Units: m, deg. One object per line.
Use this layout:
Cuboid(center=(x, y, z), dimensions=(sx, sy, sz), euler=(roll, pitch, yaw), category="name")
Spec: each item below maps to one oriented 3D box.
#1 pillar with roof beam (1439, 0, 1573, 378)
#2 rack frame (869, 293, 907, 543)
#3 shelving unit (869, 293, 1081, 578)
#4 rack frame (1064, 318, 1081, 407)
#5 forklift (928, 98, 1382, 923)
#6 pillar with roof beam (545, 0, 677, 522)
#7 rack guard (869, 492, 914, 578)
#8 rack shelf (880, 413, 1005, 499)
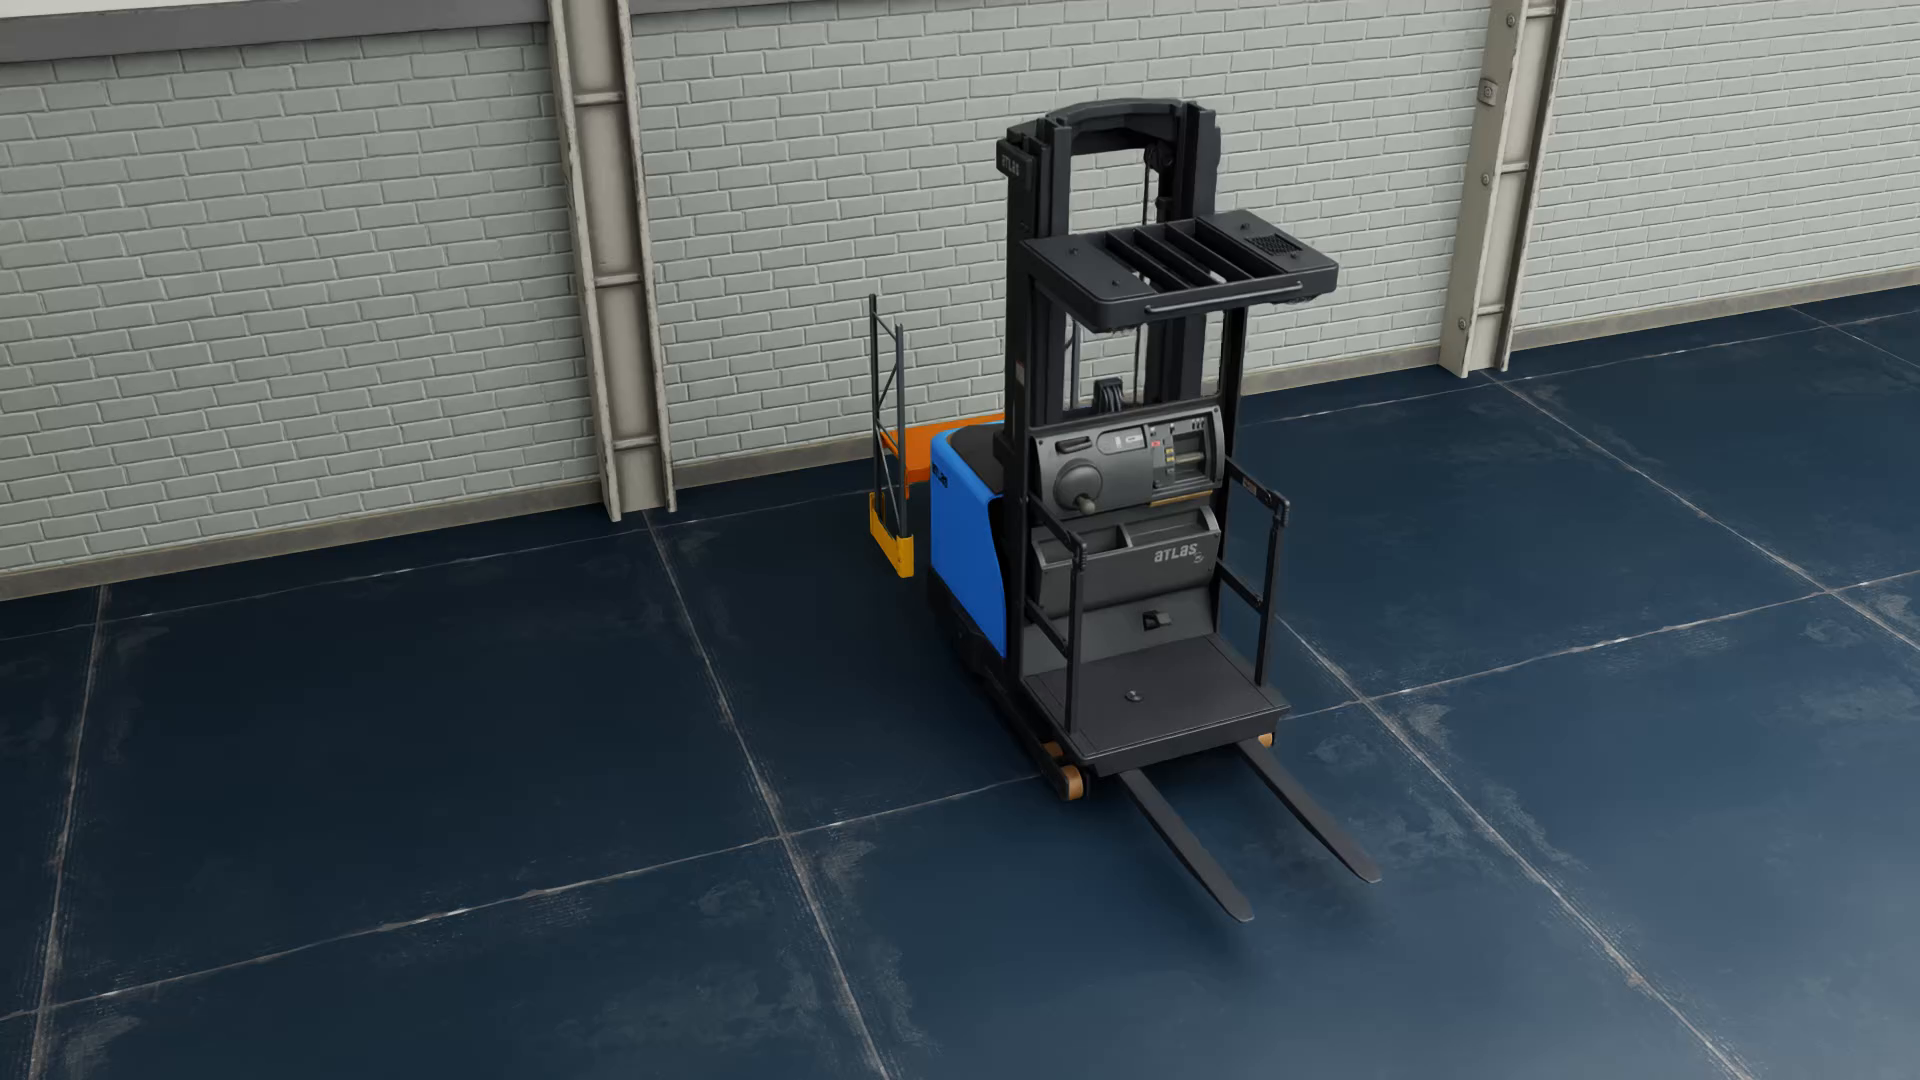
Cuboid(center=(5.176, -3.162, 6.210), dimensions=(0.400, 9.000, 9.100), euler=(-10, 31, -18), category="pillar with roof beam")
Cuboid(center=(-0.396, -0.579, 9.251), dimensions=(0.032, 1.500, 0.500), euler=(-10, 31, -18), category="rack frame")
Cuboid(center=(0.071, -0.665, 9.402), dimensions=(1.083, 1.500, 0.587), euler=(-10, 31, -18), category="shelving unit")
Cuboid(center=(0.556, -0.754, 9.559), dimensions=(0.032, 1.500, 0.500), euler=(-10, 31, -18), category="rack frame")
Cuboid(center=(0.857, -0.313, 7.338), dimensions=(1.130, 2.935, 3.031), euler=(-11, 32, -19), category="forklift")
Cuboid(center=(-0.448, -2.127, 4.392), dimensions=(0.400, 9.000, 9.100), euler=(-10, 31, -18), category="pillar with roof beam")
Cuboid(center=(-0.395, -0.036, 9.560), dimensions=(0.087, 0.250, 0.587), euler=(-10, 31, -18), category="rack guard")
Cuboid(center=(0.080, -0.510, 9.494), dimensions=(1.000, 0.185, 0.538), euler=(-10, 31, -18), category="rack shelf")
